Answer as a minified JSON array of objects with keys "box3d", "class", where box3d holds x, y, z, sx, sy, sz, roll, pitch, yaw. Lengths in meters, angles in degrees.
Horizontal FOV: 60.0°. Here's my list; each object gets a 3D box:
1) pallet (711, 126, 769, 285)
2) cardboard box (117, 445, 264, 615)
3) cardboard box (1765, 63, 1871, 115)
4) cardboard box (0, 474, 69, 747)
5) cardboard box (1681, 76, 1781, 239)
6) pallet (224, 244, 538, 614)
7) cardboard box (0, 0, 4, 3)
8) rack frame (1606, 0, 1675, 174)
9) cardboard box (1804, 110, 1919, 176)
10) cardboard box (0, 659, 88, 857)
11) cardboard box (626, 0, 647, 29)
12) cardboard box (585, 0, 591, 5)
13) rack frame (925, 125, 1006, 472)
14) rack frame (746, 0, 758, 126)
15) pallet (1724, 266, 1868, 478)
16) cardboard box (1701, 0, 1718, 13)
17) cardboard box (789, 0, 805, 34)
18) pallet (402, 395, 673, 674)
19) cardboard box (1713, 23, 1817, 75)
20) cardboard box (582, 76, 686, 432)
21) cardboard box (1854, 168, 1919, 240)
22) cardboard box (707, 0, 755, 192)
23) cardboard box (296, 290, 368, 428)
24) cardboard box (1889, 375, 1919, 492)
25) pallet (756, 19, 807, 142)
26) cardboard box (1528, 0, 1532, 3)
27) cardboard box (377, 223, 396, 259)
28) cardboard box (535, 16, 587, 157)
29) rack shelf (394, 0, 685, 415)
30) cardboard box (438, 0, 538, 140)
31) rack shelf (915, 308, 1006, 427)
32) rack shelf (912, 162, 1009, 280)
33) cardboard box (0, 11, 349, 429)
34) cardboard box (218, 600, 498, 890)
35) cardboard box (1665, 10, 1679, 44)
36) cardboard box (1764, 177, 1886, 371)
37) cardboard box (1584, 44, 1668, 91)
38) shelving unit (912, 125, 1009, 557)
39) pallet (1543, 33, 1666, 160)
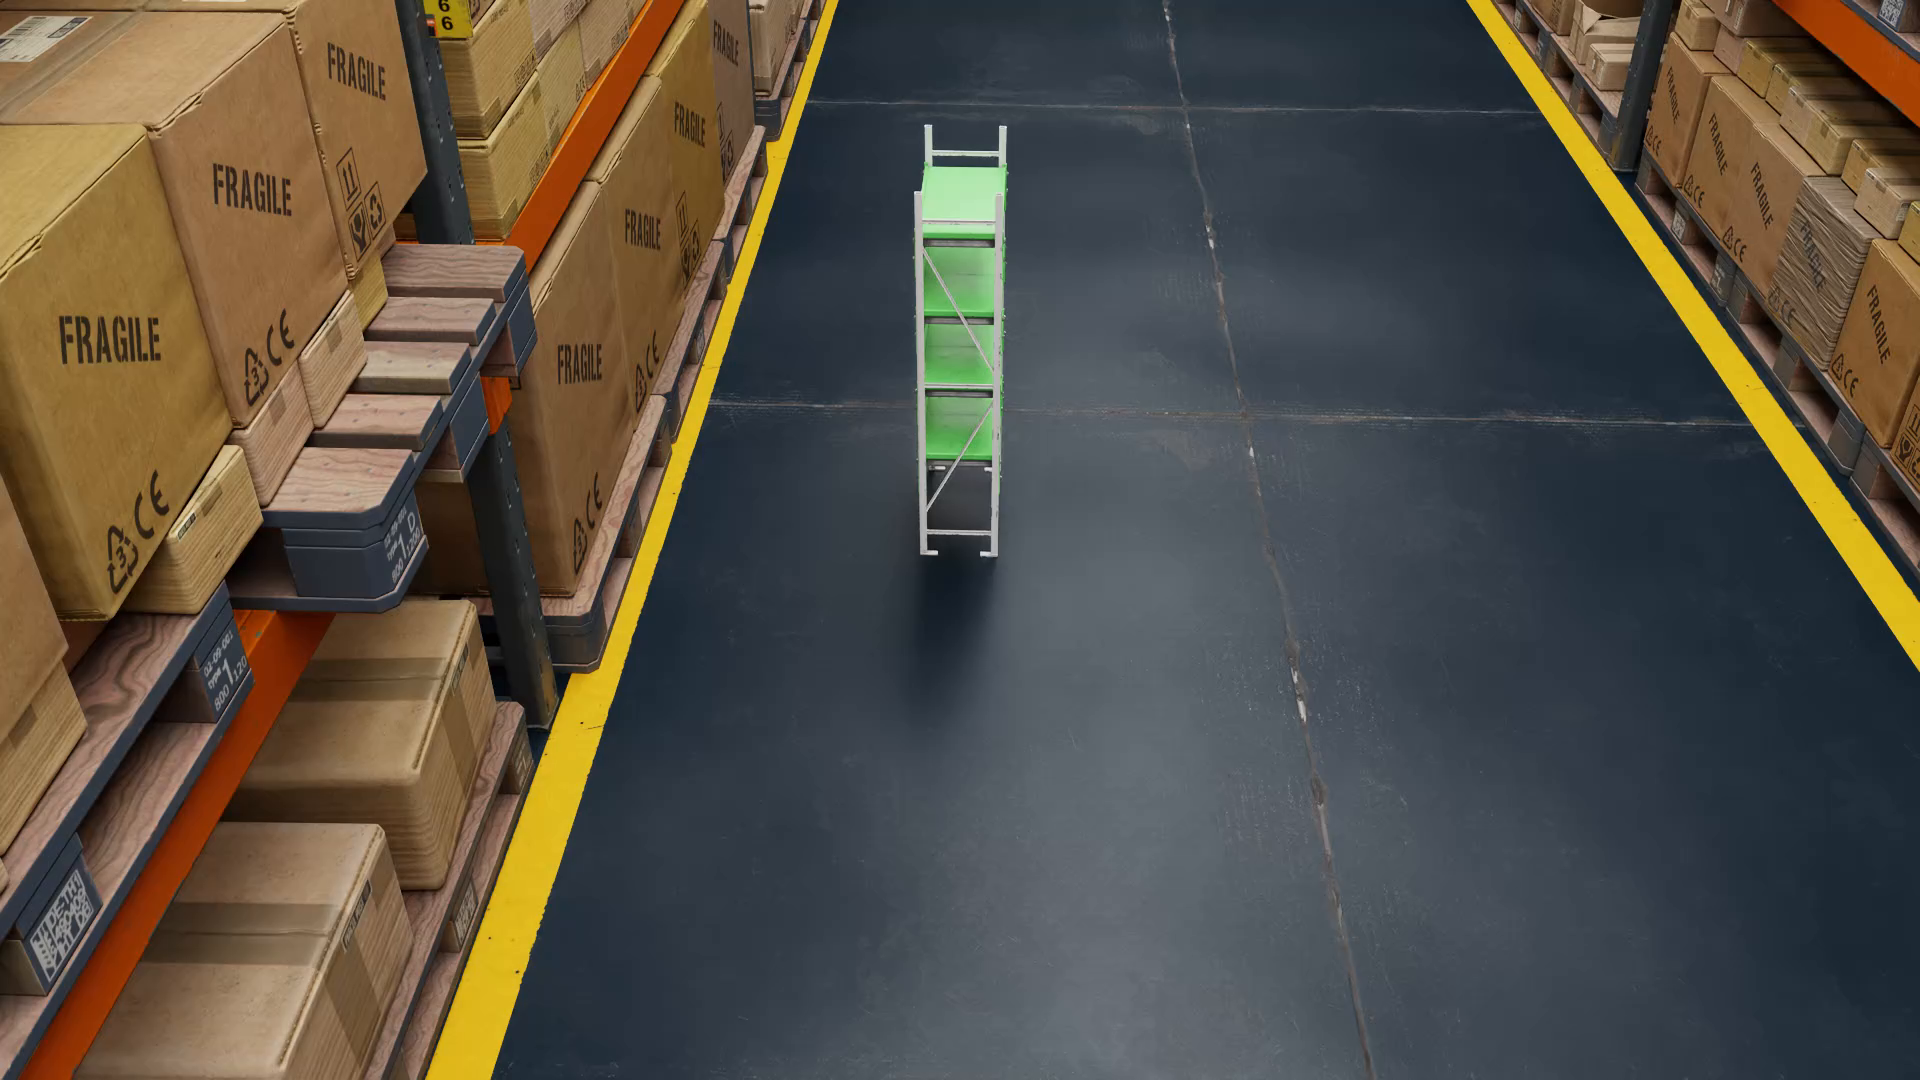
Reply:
[{"box3d":[-1.406,-1.465,7.151,1.003,0.211,1.213,1,35,2],"class":"pallet"},{"box3d":[-1.308,-0.024,2.529,0.380,0.149,0.250,2,35,3],"class":"cardboard box"},{"box3d":[3.299,-1.687,6.286,0.380,0.149,0.250,1,35,1],"class":"cardboard box"},{"box3d":[-1.404,0.081,1.815,0.500,0.500,0.500,0,35,0],"class":"cardboard box"},{"box3d":[3.253,-1.509,6.597,0.500,0.500,0.500,1,35,1],"class":"cardboard box"},{"box3d":[-1.533,-0.263,3.182,1.213,0.211,1.003,1,35,2],"class":"pallet"},{"box3d":[-1.861,-0.834,3.118,0.500,0.500,0.500,0,35,1],"class":"cardboard box"},{"box3d":[3.509,-2.939,6.823,1.000,3.000,0.127,1,35,2],"class":"rack frame"},{"box3d":[3.239,-1.402,5.880,0.380,0.149,0.250,3,35,4],"class":"cardboard box"},{"box3d":[-1.372,0.264,2.119,0.380,0.149,0.250,0,35,0],"class":"cardboard box"},{"box3d":[-1.294,-1.847,5.400,0.500,0.250,0.500,1,35,2],"class":"cardboard box"},{"box3d":[-1.290,-1.765,4.848,0.500,0.250,0.500,1,35,2],"class":"cardboard box"},{"box3d":[0.016,-0.726,5.240,0.240,1.200,0.015,1,35,2],"class":"rack frame"},{"box3d":[-1.451,-3.051,6.983,1.000,3.000,0.127,1,35,2],"class":"rack frame"},{"box3d":[3.468,-0.627,5.958,1.003,0.211,1.213,1,35,2],"class":"pallet"},{"box3d":[3.290,-2.274,6.862,0.380,0.149,0.250,1,35,1],"class":"cardboard box"},{"box3d":[-1.283,-3.047,8.840,0.875,0.438,0.875,0,35,0],"class":"cardboard box"},{"box3d":[-1.504,-0.063,5.157,1.003,0.211,1.213,1,35,2],"class":"pallet"},{"box3d":[3.295,-1.992,6.721,0.380,0.149,0.250,0,35,1],"class":"cardboard box"},{"box3d":[-1.460,-0.963,5.494,0.875,0.875,0.875,2,35,2],"class":"cardboard box"},{"box3d":[3.197,-1.106,5.459,0.380,0.149,0.250,0,35,0],"class":"cardboard box"},{"box3d":[-1.396,-1.996,6.964,0.875,0.875,0.875,2,35,3],"class":"cardboard box"},{"box3d":[-1.293,-0.327,2.960,0.380,0.149,0.250,1,35,1],"class":"cardboard box"},{"box3d":[3.181,-0.325,4.912,0.500,0.500,0.500,1,35,1],"class":"cardboard box"},{"box3d":[-1.342,-2.345,8.404,1.003,0.211,1.213,1,35,2],"class":"pallet"},{"box3d":[3.356,-3.245,9.067,0.500,0.500,0.500,2,35,3],"class":"cardboard box"},{"box3d":[-1.389,-0.628,3.389,0.380,0.149,0.250,3,35,4],"class":"cardboard box"},{"box3d":[-1.337,-1.263,4.568,0.500,0.250,0.500,0,35,1],"class":"cardboard box"},{"box3d":[-1.531,-1.608,5.555,1.077,0.370,4.000,1,35,2],"class":"rack shelf"},{"box3d":[-1.344,-1.182,4.018,0.500,0.250,0.500,1,35,2],"class":"cardboard box"},{"box3d":[0.007,-0.534,5.077,0.258,0.148,0.480,1,35,2],"class":"rack shelf"},{"box3d":[0.007,-0.926,4.801,0.258,0.148,0.480,1,35,2],"class":"rack shelf"},{"box3d":[-1.362,-0.523,2.674,0.500,0.500,0.500,1,35,1],"class":"cardboard box"},{"box3d":[-1.644,0.475,3.886,0.950,0.372,0.625,-1,35,-1],"class":"cardboard box"},{"box3d":[3.789,-2.567,8.409,0.380,0.149,0.250,1,35,1],"class":"cardboard box"},{"box3d":[3.202,-0.925,5.765,0.500,0.500,0.500,0,35,0],"class":"cardboard box"},{"box3d":[3.238,-2.271,7.987,0.380,0.149,0.250,0,35,0],"class":"cardboard box"},{"box3d":[0.007,-0.586,5.040,0.258,1.200,0.503,1,35,2],"class":"shelving unit"},{"box3d":[3.538,-2.192,8.186,1.003,0.211,1.213,1,35,2],"class":"pallet"}]
